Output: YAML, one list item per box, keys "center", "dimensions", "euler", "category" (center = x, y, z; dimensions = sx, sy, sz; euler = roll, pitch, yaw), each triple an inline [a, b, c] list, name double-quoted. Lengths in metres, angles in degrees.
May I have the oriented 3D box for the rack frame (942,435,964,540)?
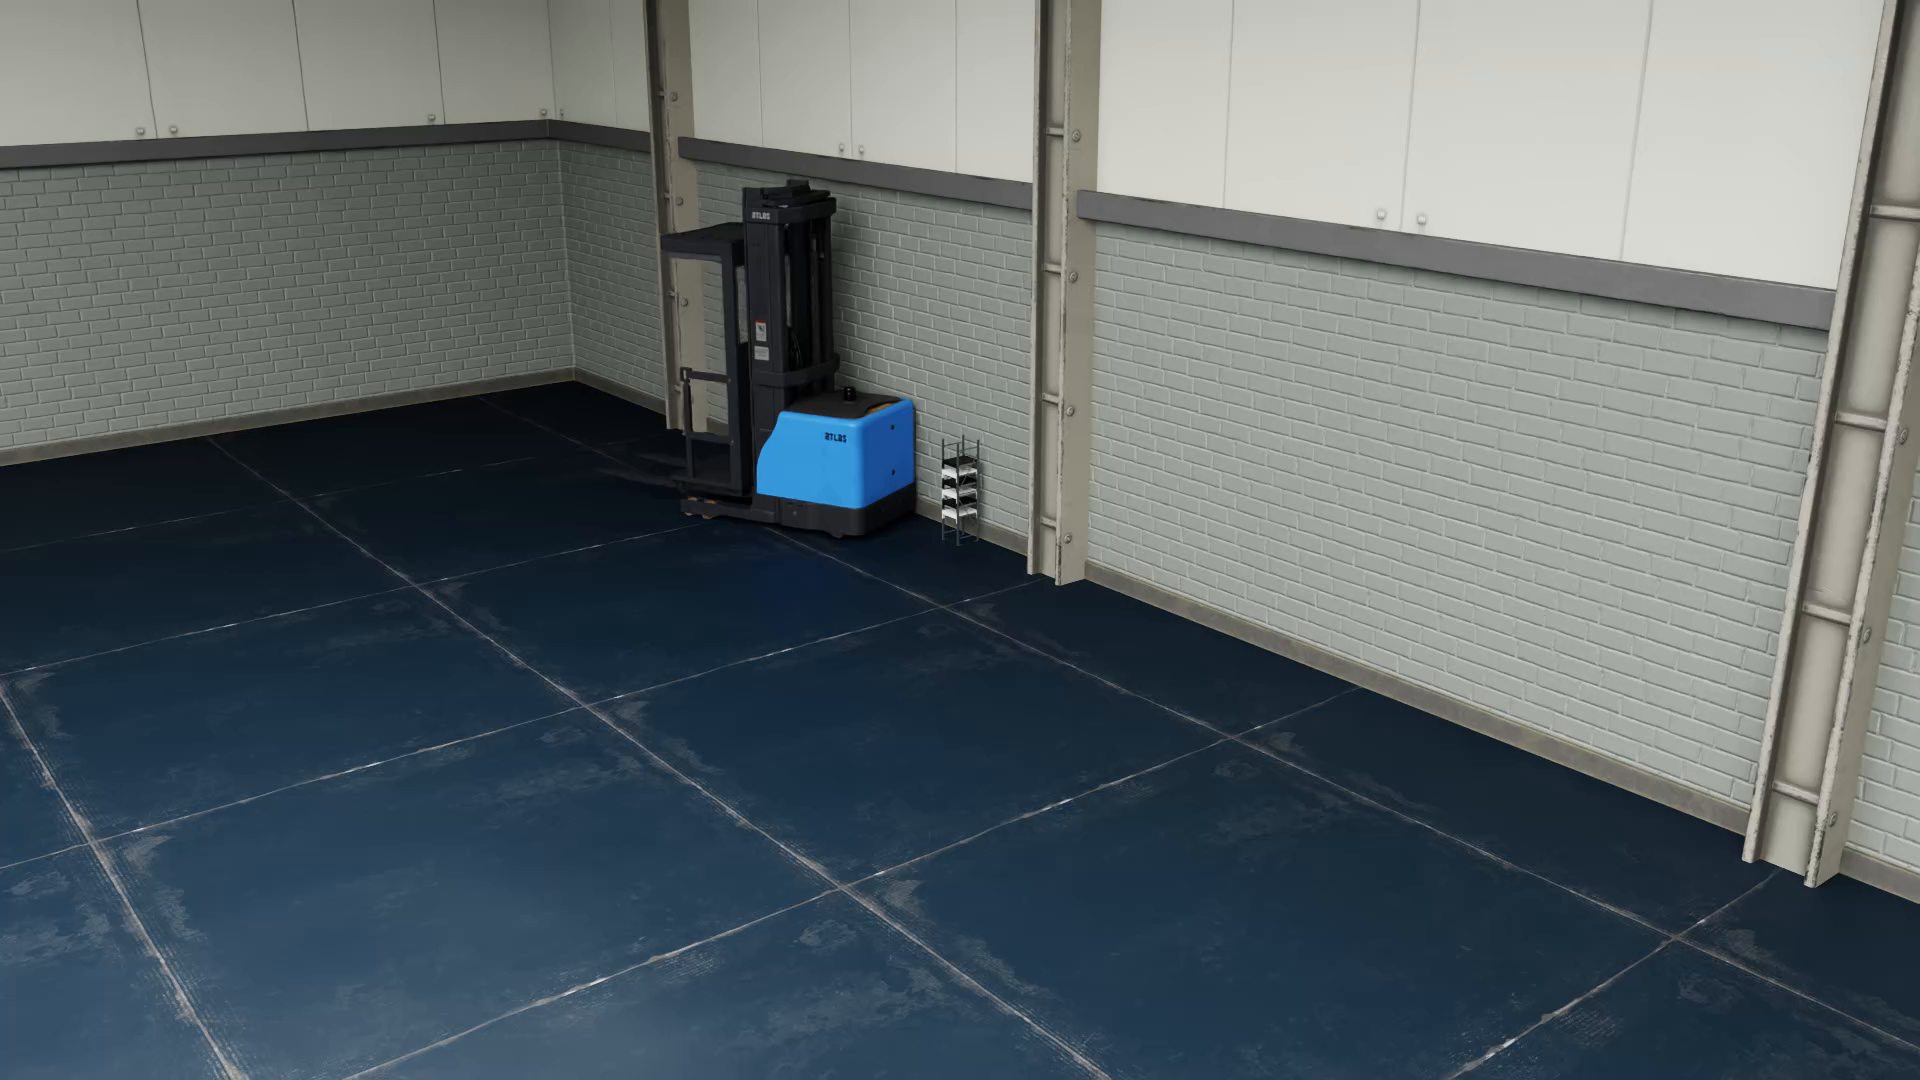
- center: [-0.058, -0.450, 14.291]
  dimensions: [0.240, 0.900, 0.006]
  euler: [-14, 23, -36]
  category: "rack frame"

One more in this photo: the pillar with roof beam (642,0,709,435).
- center: [-6.312, -4.624, 14.011]
  dimensions: [9.100, 9.000, 0.400]
  euler: [-14, 23, -36]
  category: "pillar with roof beam"

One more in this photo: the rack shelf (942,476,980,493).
- center: [0.005, -0.479, 14.197]
  dimensions: [0.258, 0.077, 0.200]
  euler: [-14, 23, -36]
  category: "rack shelf"

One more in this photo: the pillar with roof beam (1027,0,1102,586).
- center: [-2.586, -3.146, 9.546]
  dimensions: [9.100, 9.000, 0.400]
  euler: [-14, 23, -36]
  category: "pillar with roof beam"

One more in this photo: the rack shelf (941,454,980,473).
- center: [0.005, -0.650, 14.141]
  dimensions: [0.258, 0.077, 0.200]
  euler: [-14, 23, -36]
  category: "rack shelf"

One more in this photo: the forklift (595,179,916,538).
- center: [-1.945, -1.714, 14.877]
  dimensions: [3.031, 2.935, 1.130]
  euler: [9, 21, 26]
  category: "forklift"

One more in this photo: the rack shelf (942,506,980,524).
- center: [0.005, -0.223, 14.282]
  dimensions: [0.258, 0.077, 0.200]
  euler: [-14, 23, -36]
  category: "rack shelf"

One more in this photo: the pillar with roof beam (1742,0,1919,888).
- center: [1.139, -1.667, 5.081]
  dimensions: [9.100, 9.000, 0.400]
  euler: [-14, 23, -36]
  category: "pillar with roof beam"

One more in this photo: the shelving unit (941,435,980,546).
- center: [0.005, -0.425, 14.215]
  dimensions: [0.258, 0.900, 0.210]
  euler: [-14, 23, -36]
  category: "shelving unit"

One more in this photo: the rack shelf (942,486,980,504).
- center: [0.005, -0.394, 14.225]
  dimensions: [0.258, 0.077, 0.200]
  euler: [-14, 23, -36]
  category: "rack shelf"

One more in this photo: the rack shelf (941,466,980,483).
- center: [0.005, -0.564, 14.169]
  dimensions: [0.258, 0.077, 0.200]
  euler: [-14, 23, -36]
  category: "rack shelf"

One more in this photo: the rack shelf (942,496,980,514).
- center: [0.005, -0.308, 14.254]
  dimensions: [0.258, 0.077, 0.200]
  euler: [-14, 23, -36]
  category: "rack shelf"

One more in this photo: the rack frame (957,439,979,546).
- center: [0.068, -0.400, 14.139]
  dimensions: [0.240, 0.900, 0.006]
  euler: [-14, 23, -36]
  category: "rack frame"
